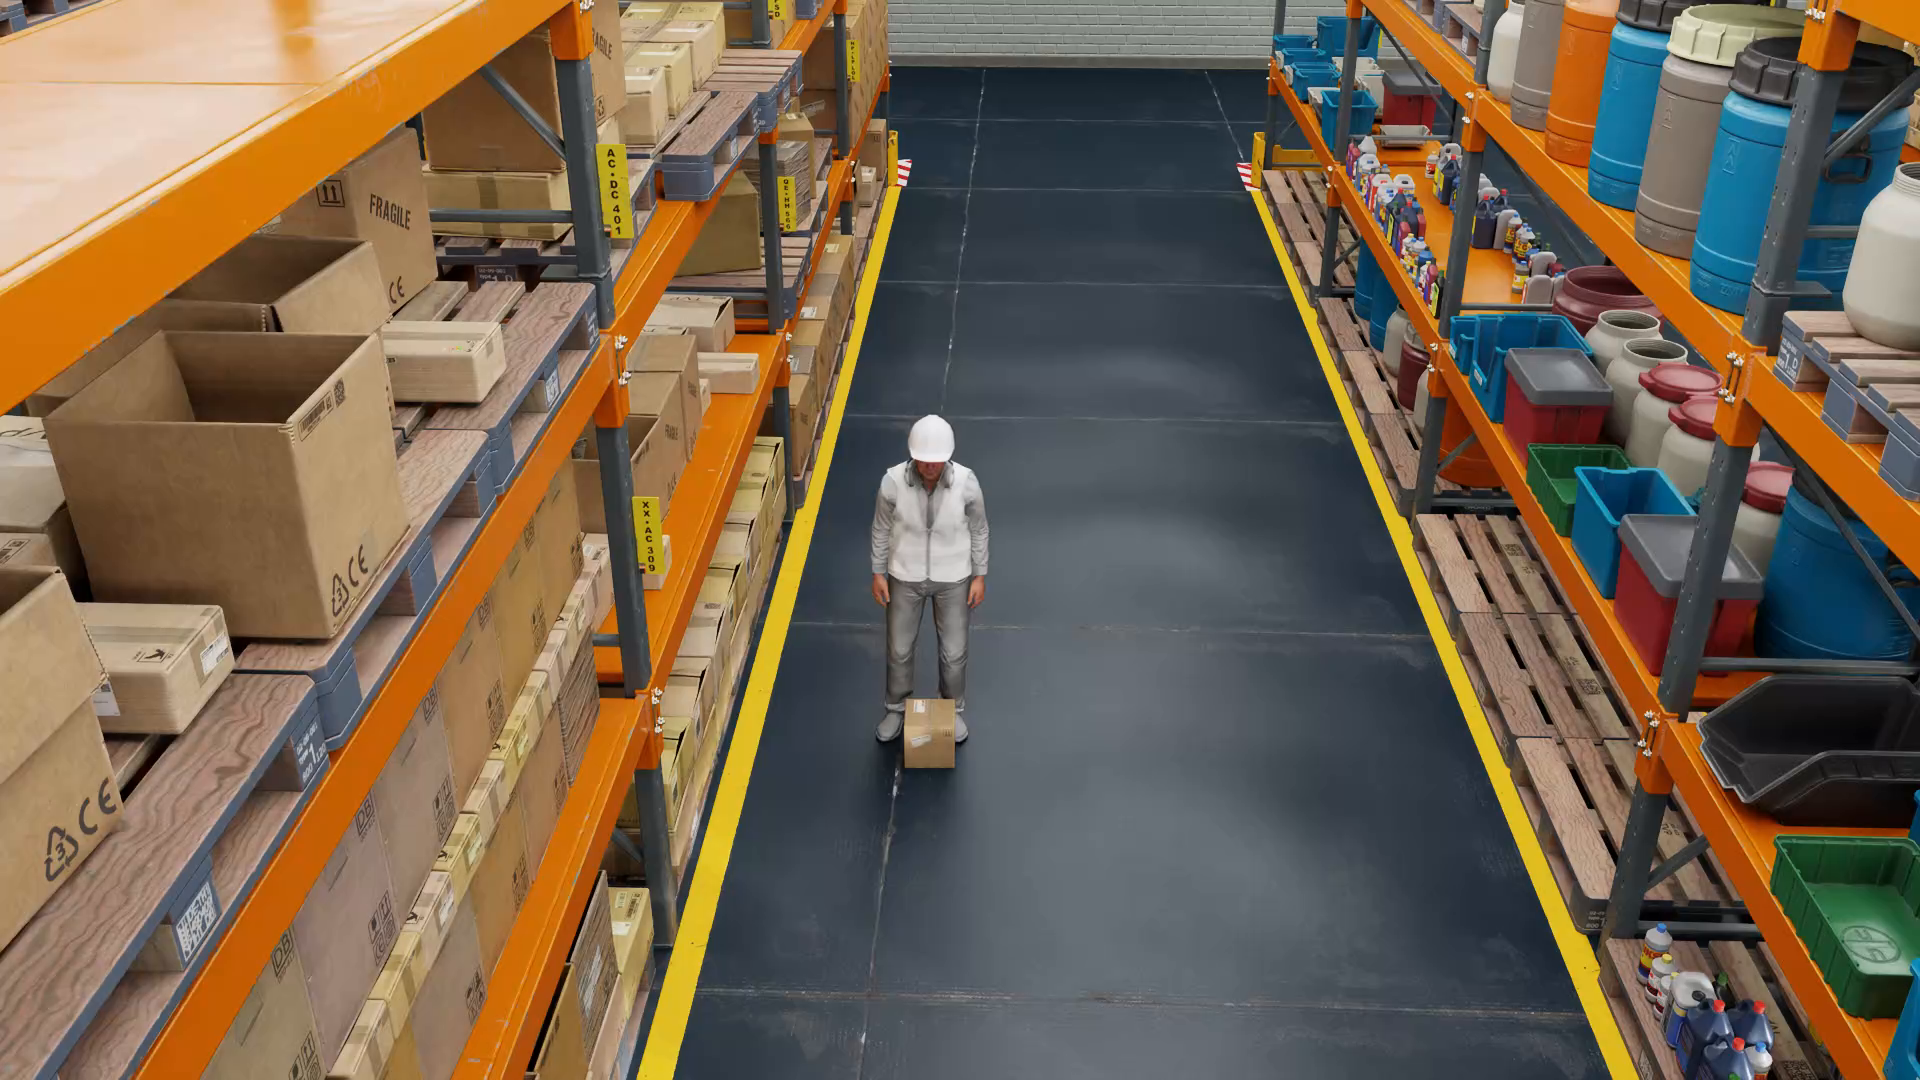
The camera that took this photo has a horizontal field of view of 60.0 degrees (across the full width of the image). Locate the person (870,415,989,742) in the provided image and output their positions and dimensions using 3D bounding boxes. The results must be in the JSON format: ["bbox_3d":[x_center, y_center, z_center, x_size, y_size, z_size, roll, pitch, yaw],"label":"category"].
[{"bbox_3d":[-0.151,0.183,8.246,0.582,1.771,0.465,1,28,1],"label":"person"}]
